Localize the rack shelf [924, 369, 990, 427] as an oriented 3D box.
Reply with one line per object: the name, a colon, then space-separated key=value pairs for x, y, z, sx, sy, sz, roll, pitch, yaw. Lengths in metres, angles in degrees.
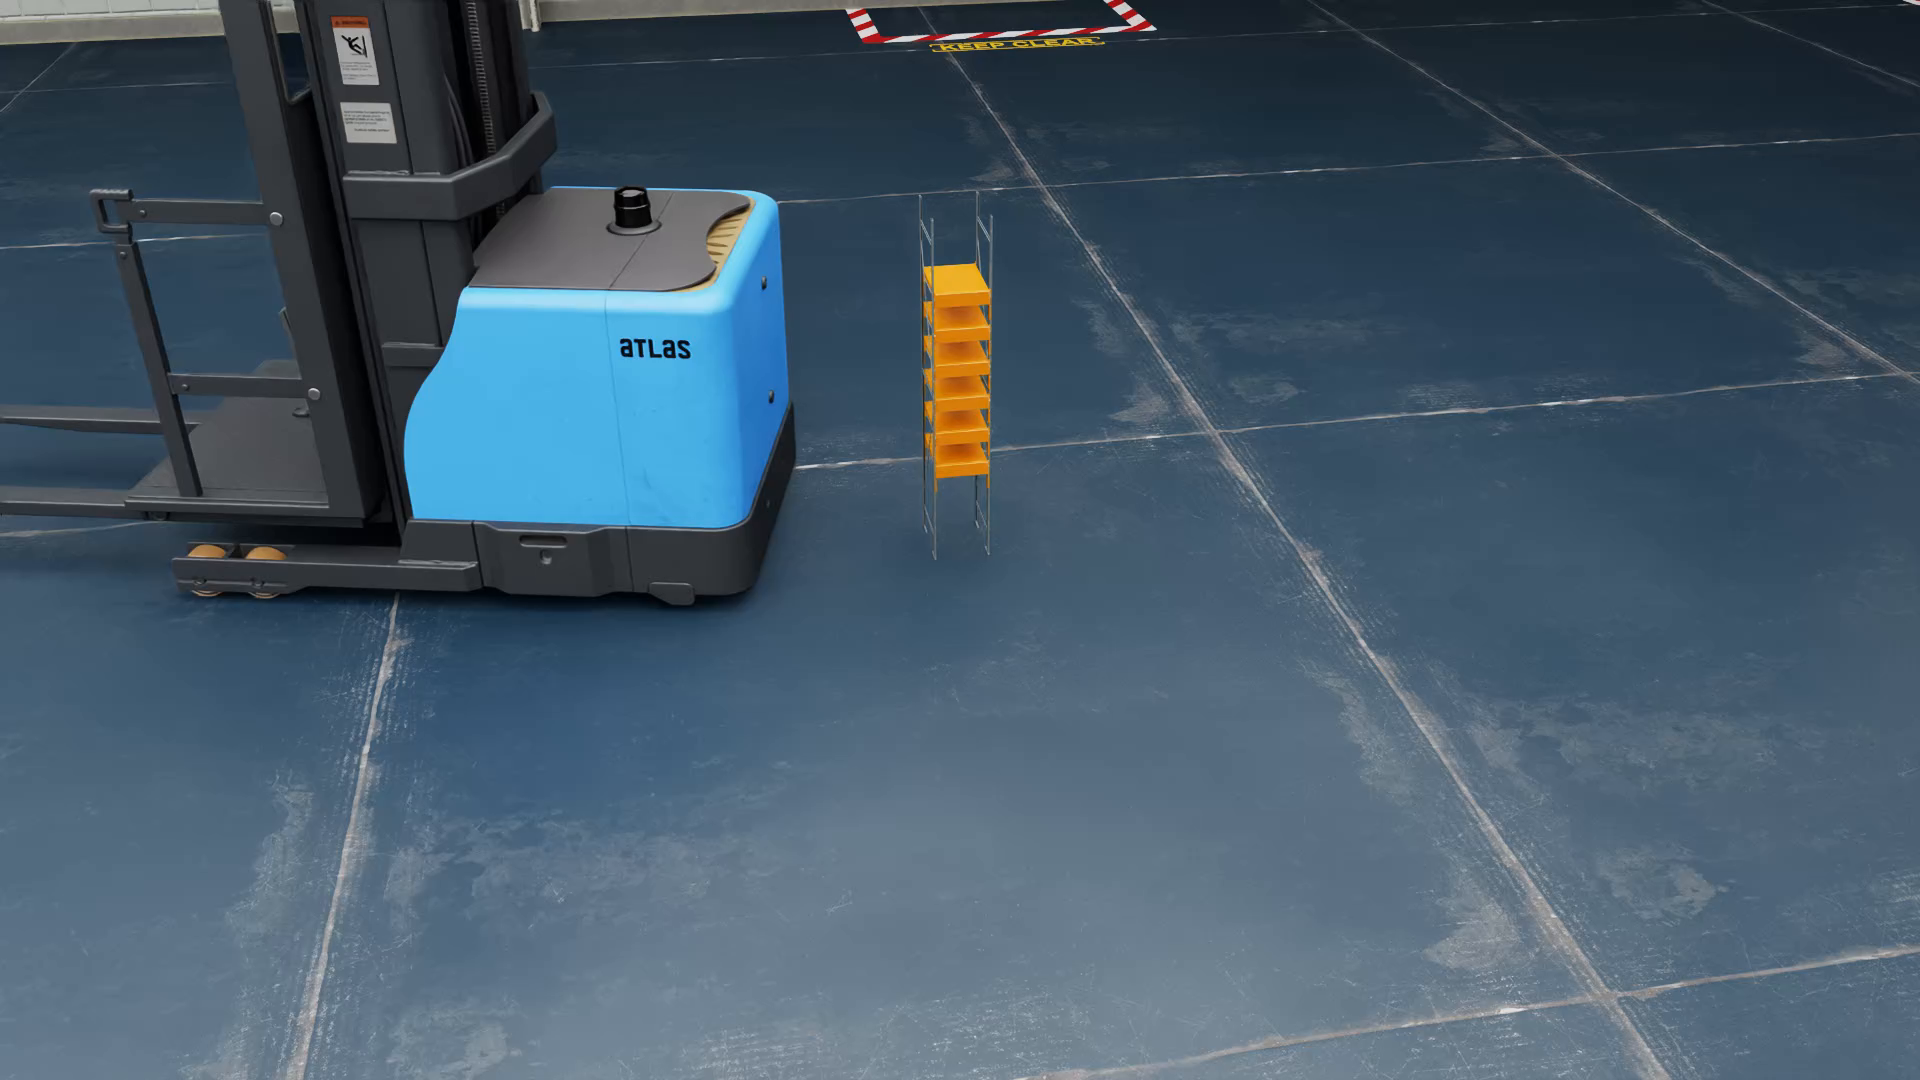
rack shelf: x=-0.014 y=-0.478 z=5.466 sx=0.180 sy=0.103 sz=0.258 roll=-5 pitch=31 yaw=-9

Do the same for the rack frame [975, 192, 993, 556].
rack frame: x=0.076 y=-0.524 z=5.458 sx=0.006 sy=1.200 sz=0.240 roll=-5 pitch=31 yaw=-9

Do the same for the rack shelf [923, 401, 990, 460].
rack shelf: x=-0.014 y=-0.374 z=5.527 sx=0.180 sy=0.103 sz=0.258 roll=-5 pitch=31 yaw=-9

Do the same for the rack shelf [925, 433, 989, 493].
rack shelf: x=-0.014 y=-0.271 z=5.588 sx=0.180 sy=0.103 sz=0.258 roll=-5 pitch=31 yaw=-9

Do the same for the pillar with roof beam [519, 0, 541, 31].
pillar with roof beam: x=-2.478 y=-5.462 z=6.161 sx=0.400 sy=9.000 sz=9.100 roll=-5 pitch=31 yaw=-9

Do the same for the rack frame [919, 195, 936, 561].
rack frame: x=-0.104 y=-0.508 z=5.429 sx=0.006 sy=1.200 sz=0.240 roll=-5 pitch=31 yaw=-9

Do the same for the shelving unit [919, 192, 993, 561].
shelving unit: x=-0.014 y=-0.516 z=5.444 sx=0.189 sy=1.200 sz=0.258 roll=-5 pitch=31 yaw=-9

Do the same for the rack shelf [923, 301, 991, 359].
rack shelf: x=-0.014 y=-0.684 z=5.344 sx=0.180 sy=0.103 sz=0.258 roll=-5 pitch=31 yaw=-9

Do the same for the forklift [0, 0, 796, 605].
forklift: x=-2.142 y=-1.337 z=5.132 sx=3.031 sy=2.935 sz=1.130 roll=2 pitch=31 yaw=3

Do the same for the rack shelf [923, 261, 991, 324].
rack shelf: x=-0.014 y=-0.788 z=5.284 sx=0.180 sy=0.103 sz=0.258 roll=-5 pitch=31 yaw=-9

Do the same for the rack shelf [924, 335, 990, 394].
rack shelf: x=-0.014 y=-0.581 z=5.405 sx=0.180 sy=0.103 sz=0.258 roll=-5 pitch=31 yaw=-9
